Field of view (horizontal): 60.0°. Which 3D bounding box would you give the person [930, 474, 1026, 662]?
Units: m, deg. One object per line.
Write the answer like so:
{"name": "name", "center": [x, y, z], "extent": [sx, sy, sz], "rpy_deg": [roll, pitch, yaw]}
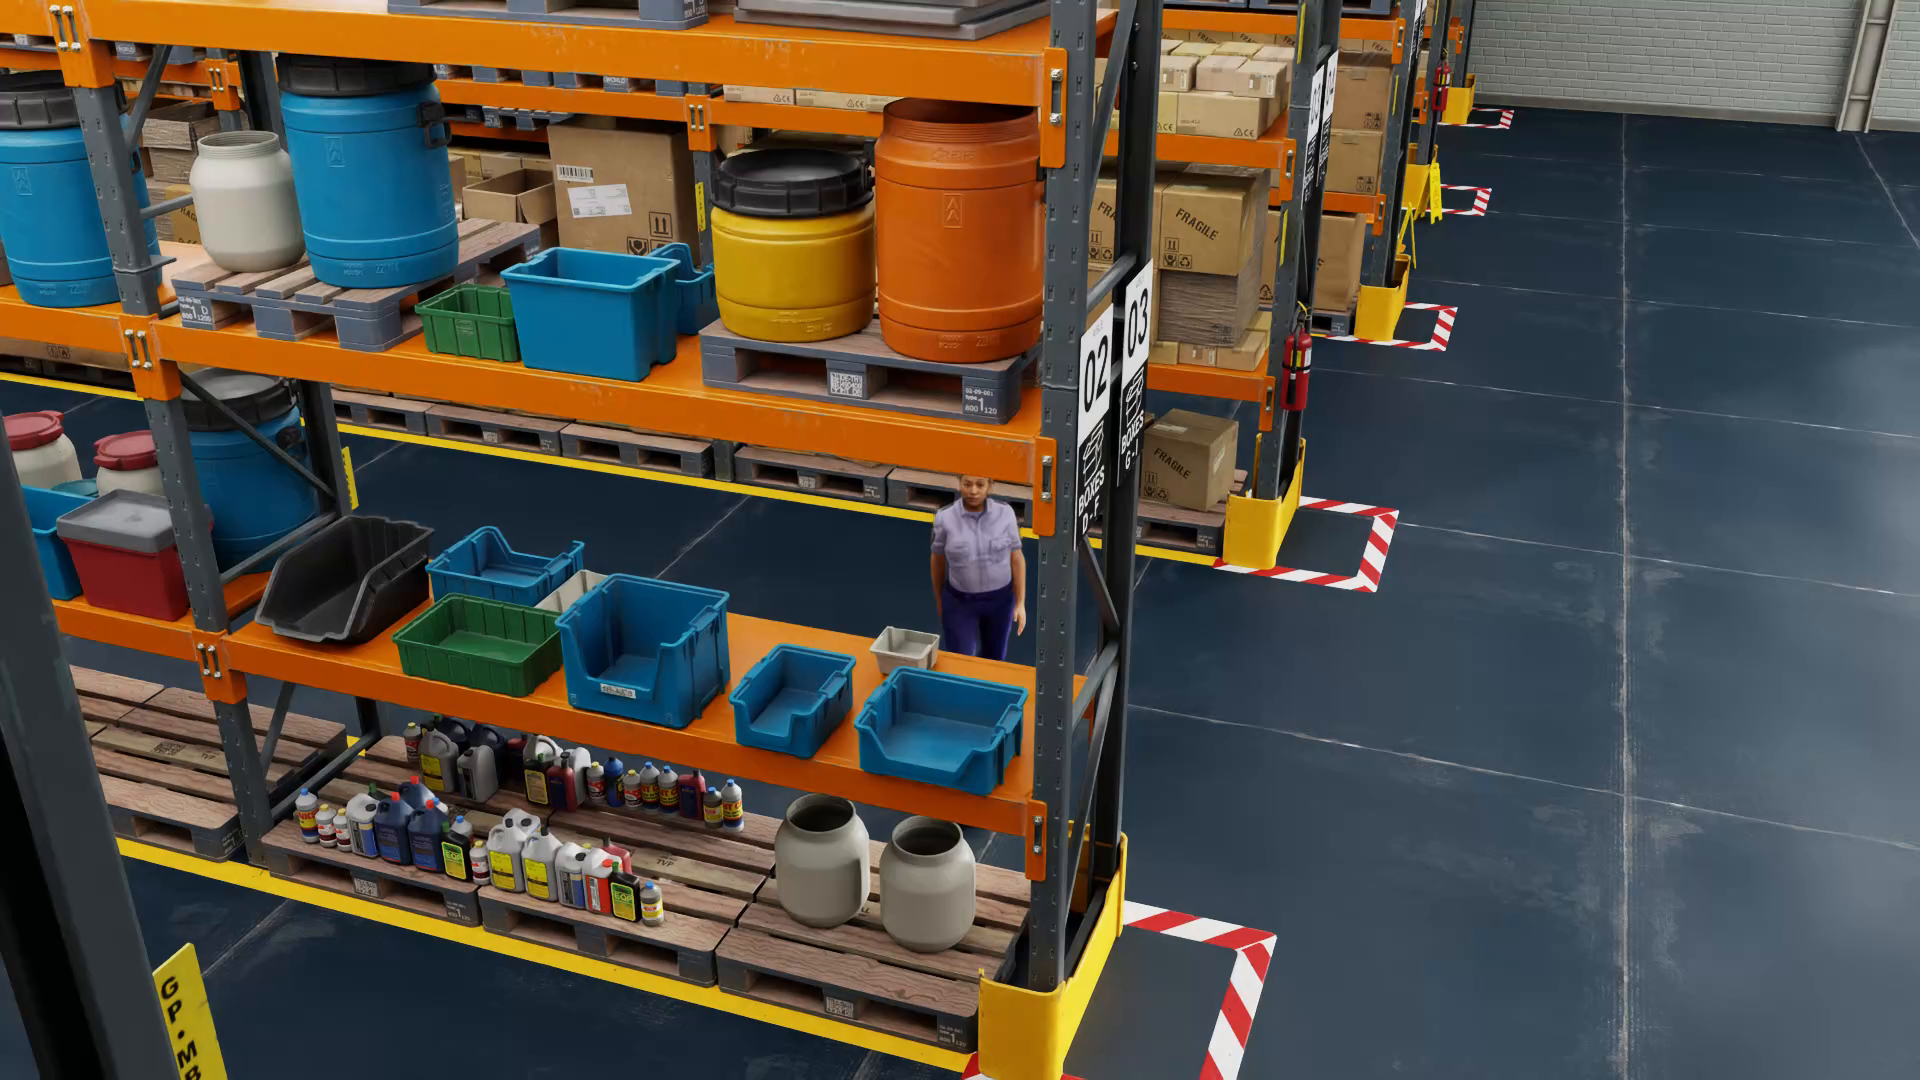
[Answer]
{"name": "person", "center": [0.117, 0.362, 8.820], "extent": [0.484, 1.601, 0.889], "rpy_deg": [-5, 26, -10]}
